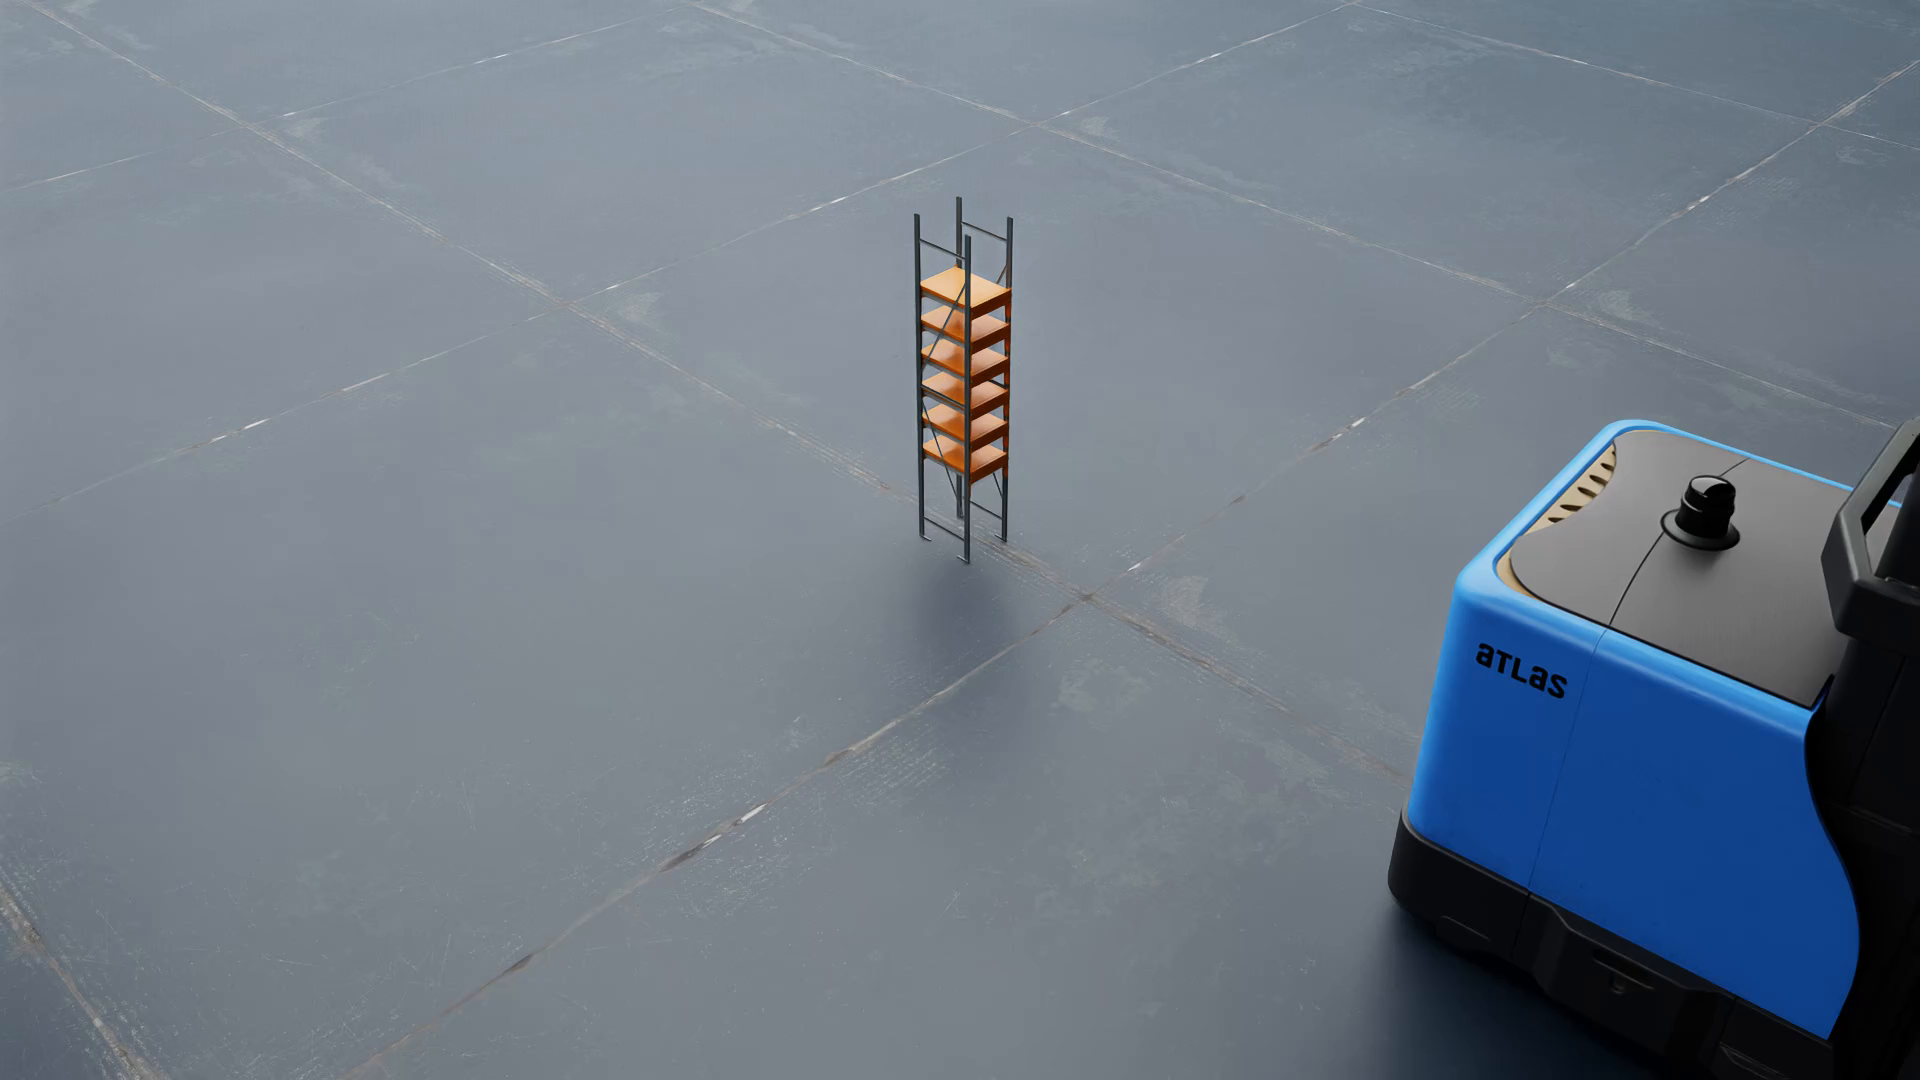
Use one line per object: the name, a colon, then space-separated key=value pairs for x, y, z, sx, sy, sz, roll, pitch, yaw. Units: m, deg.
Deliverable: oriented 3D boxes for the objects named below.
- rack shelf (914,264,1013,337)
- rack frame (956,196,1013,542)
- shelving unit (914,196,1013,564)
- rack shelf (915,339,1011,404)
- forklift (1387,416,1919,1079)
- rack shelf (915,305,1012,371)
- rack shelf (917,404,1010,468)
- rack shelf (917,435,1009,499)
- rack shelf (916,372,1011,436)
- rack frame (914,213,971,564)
rack shelf: x=0.010 y=-0.757 z=5.235 sx=0.258 sy=0.103 sz=0.180 roll=30 pitch=45 yaw=35
rack frame: x=0.075 y=-0.535 z=5.468 sx=0.240 sy=1.200 sz=0.006 roll=30 pitch=45 yaw=35
shelving unit: x=0.010 y=-0.498 z=5.415 sx=0.258 sy=1.200 sz=0.189 roll=30 pitch=45 yaw=35
rack shelf: x=0.010 y=-0.560 z=5.372 sx=0.258 sy=0.103 sz=0.180 roll=30 pitch=45 yaw=35
forklift: x=2.571 y=0.090 z=3.059 sx=3.031 sy=2.935 sz=1.130 roll=25 pitch=42 yaw=32
rack shelf: x=0.010 y=-0.658 z=5.303 sx=0.258 sy=0.103 sz=0.180 roll=30 pitch=45 yaw=35
rack shelf: x=0.010 y=-0.363 z=5.509 sx=0.258 sy=0.103 sz=0.180 roll=30 pitch=45 yaw=35
rack shelf: x=0.010 y=-0.265 z=5.578 sx=0.258 sy=0.103 sz=0.180 roll=30 pitch=45 yaw=35
rack shelf: x=0.010 y=-0.462 z=5.441 sx=0.258 sy=0.103 sz=0.180 roll=30 pitch=45 yaw=35
rack frame: x=-0.054 y=-0.461 z=5.362 sx=0.240 sy=1.200 sz=0.006 roll=30 pitch=45 yaw=35
